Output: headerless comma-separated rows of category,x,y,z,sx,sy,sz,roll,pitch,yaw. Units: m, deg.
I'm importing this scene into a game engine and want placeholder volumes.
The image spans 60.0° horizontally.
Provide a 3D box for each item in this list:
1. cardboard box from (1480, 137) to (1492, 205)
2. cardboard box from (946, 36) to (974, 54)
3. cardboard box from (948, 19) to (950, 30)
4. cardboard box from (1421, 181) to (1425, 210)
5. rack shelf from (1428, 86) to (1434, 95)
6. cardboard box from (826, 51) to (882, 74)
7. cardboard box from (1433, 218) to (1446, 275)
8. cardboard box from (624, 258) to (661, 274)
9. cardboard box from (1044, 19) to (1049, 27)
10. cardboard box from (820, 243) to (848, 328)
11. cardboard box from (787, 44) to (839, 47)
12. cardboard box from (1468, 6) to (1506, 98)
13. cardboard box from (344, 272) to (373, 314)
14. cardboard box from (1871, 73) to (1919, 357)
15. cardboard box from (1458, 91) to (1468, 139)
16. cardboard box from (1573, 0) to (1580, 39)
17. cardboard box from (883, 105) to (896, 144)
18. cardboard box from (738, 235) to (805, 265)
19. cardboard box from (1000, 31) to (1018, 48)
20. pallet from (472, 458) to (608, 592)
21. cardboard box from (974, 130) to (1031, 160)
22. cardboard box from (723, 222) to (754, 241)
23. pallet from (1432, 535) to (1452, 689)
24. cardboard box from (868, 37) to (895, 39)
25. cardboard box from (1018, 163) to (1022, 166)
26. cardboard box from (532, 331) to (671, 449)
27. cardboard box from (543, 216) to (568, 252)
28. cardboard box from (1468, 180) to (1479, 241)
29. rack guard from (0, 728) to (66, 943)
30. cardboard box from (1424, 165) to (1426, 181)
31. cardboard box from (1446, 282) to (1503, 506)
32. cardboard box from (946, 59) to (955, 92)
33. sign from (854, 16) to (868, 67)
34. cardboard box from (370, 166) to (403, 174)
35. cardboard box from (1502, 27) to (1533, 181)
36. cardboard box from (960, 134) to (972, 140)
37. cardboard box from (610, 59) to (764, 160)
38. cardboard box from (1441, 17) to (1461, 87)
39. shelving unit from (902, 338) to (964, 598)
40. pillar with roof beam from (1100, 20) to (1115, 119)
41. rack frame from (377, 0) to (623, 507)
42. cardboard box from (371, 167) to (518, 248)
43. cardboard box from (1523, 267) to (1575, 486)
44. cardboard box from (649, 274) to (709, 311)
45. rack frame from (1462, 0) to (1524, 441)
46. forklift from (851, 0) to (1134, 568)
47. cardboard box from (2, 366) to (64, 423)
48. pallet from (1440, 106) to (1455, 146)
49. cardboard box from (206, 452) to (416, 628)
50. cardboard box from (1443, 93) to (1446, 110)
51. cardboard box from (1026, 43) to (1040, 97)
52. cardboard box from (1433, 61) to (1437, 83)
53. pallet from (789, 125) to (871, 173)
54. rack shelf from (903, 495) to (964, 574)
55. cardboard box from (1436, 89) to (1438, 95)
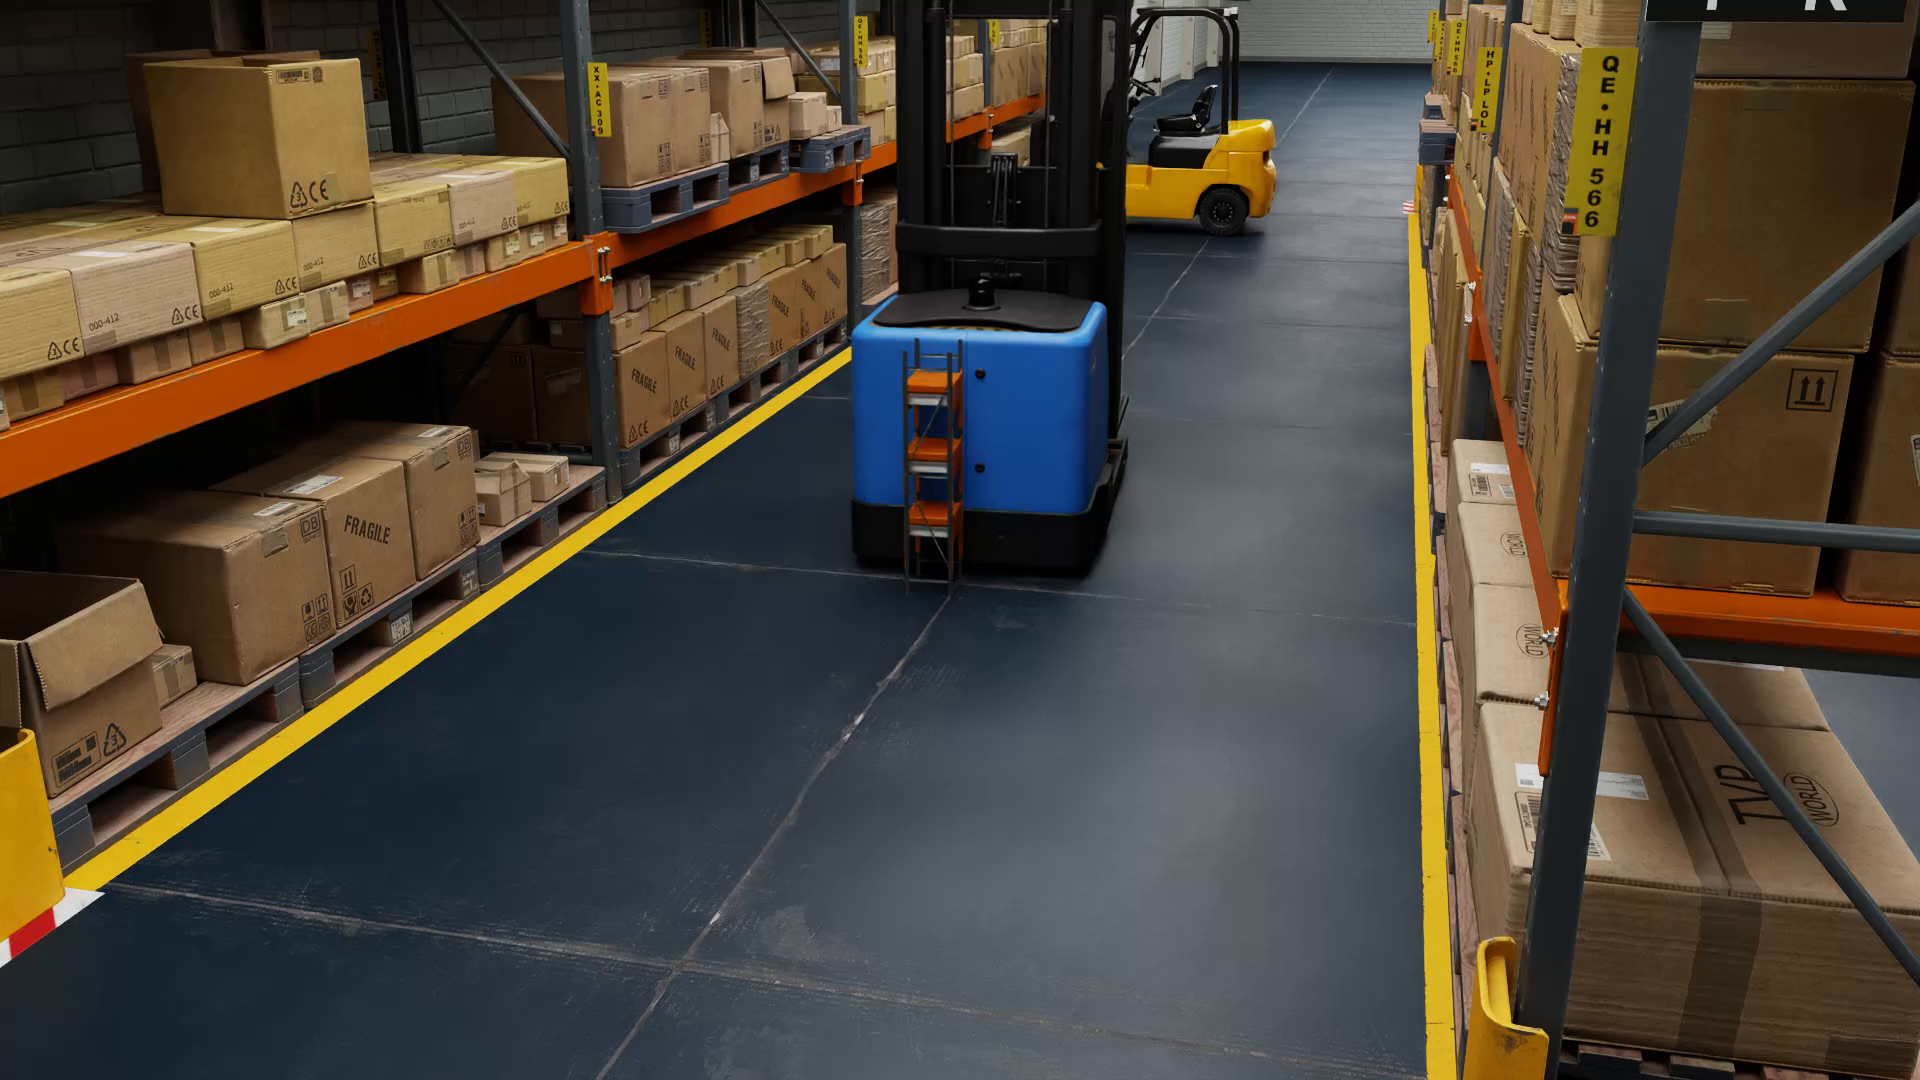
cardboard box,2.509,-1.573,7.109,0.500,0.250,0.500,5,19,13
cardboard box,-0.091,-4.377,14.705,0.380,0.149,0.250,5,20,15
cardboard box,0.102,-4.810,15.510,0.380,0.149,0.250,5,19,14
cardboard box,4.971,-3.518,16.950,0.500,0.250,0.500,5,20,15
rack shelf,5.080,-4.043,15.998,1.077,0.370,4.000,5,19,13
cardboard box,-0.773,-3.409,11.869,0.380,0.149,0.250,5,20,15
cardboard box,4.293,-2.322,13.261,0.950,0.372,0.625,6,20,17
cardboard box,-2.001,-1.587,9.908,0.380,0.149,0.250,4,19,11
cardboard box,0.714,-5.441,17.359,0.380,0.149,0.250,5,20,15
cardboard box,-1.095,-1.760,11.418,0.500,0.500,0.500,5,20,15
cardboard box,-1.127,-3.777,12.945,0.380,0.149,0.250,4,19,12
cardboard box,3.144,-2.732,9.345,0.500,0.500,0.500,5,19,14
cardboard box,-2.405,-0.919,6.127,0.380,0.149,0.250,5,19,13
cardboard box,2.053,-0.644,3.231,0.500,0.500,0.500,4,19,12
cardboard box,3.251,-2.530,9.911,0.500,0.250,0.500,5,19,13
cardboard box,1.894,-1.437,4.548,0.380,0.149,0.250,5,20,15
cardboard box,-0.727,-3.100,12.355,0.500,0.250,0.500,4,19,12
cardboard box,-1.219,-1.875,10.750,0.380,0.149,0.250,4,19,12
cardboard box,0.341,-4.818,15.994,0.380,0.149,0.250,5,20,15
pallet,-2.346,-0.105,7.670,1.003,0.211,1.213,5,19,13
cardboard box,0.445,-3.962,16.703,0.500,0.250,0.500,5,20,15
cardboard box,-1.630,-2.078,11.345,0.380,0.149,0.250,6,20,16
pallet,2.375,0.302,6.476,1.003,0.211,1.213,5,19,13
cardboard box,-0.695,-4.251,14.333,0.380,0.149,0.250,5,19,13
cardboard box,0.316,-3.567,16.321,0.500,0.250,0.500,5,19,13
cardboard box,-1.841,-0.790,8.577,0.500,0.500,0.500,6,20,16
cardboard box,-2.011,-1.402,7.539,0.380,0.149,0.250,5,19,14
cardboard box,2.627,-1.499,7.666,0.500,0.250,0.500,4,19,13
rack guard,-3.136,0.772,4.653,1.175,0.500,0.348,5,19,13
cardboard box,4.974,-3.860,16.793,0.500,0.500,0.500,4,19,11
cardboard box,2.710,-0.643,7.568,0.875,0.875,0.875,5,20,15
cardboard box,-0.344,-3.818,13.683,0.500,0.250,0.500,5,19,14
sign,-0.672,-3.365,11.229,0.100,0.325,0.005,5,19,13
cardboard box,-2.676,-1.419,6.972,0.500,0.250,0.500,4,19,13
cardboard box,2.156,-1.482,5.684,0.500,0.500,0.500,4,19,13
cardboard box,-0.181,-3.848,16.370,0.500,0.250,0.500,4,19,13
cardboard box,-1.524,-2.429,9.353,0.700,0.500,0.500,5,19,13
cardboard box,3.943,-3.709,12.640,0.500,0.500,0.500,5,19,13
shelving unit,-0.110,-0.297,6.933,0.215,1.050,0.252,3,19,9
pillar with roof beam,6.817,-11.515,27.477,9.100,9.000,0.400,5,19,13
rack frame,-2.178,-1.640,7.849,1.000,3.000,0.127,5,19,13
cardboard box,-2.174,-1.373,6.839,0.500,0.250,0.500,5,19,14
cardboard box,1.658,-0.371,3.979,0.500,0.500,0.500,4,19,12
cardboard box,-1.637,-1.391,9.334,0.380,0.149,0.250,5,19,13
rack frame,2.637,-1.250,6.705,1.000,3.000,0.127,5,19,13
forklift,0.284,-1.705,8.144,1.130,2.935,3.031,3,19,9
cardboard box,-2.791,-0.432,4.702,0.380,0.149,0.250,5,20,15
pallet,4.058,-3.036,12.233,1.003,0.211,1.213,5,19,13
cardboard box,-2.441,-0.009,6.292,0.500,0.500,0.500,5,19,14
cardboard box,3.804,-3.282,12.395,0.380,0.149,0.250,5,20,15
cardboard box,0.516,-4.793,16.925,0.500,0.500,0.500,5,19,14
cardboard box,4.937,-4.750,16.338,0.500,0.500,0.500,4,19,12
pallet,-1.298,-2.585,10.913,1.213,0.211,1.003,5,19,13
rack shelf,-0.110,-0.024,7.027,0.215,0.259,0.240,3,19,9
cardboard box,4.738,-4.243,15.858,0.380,0.149,0.250,5,19,14
